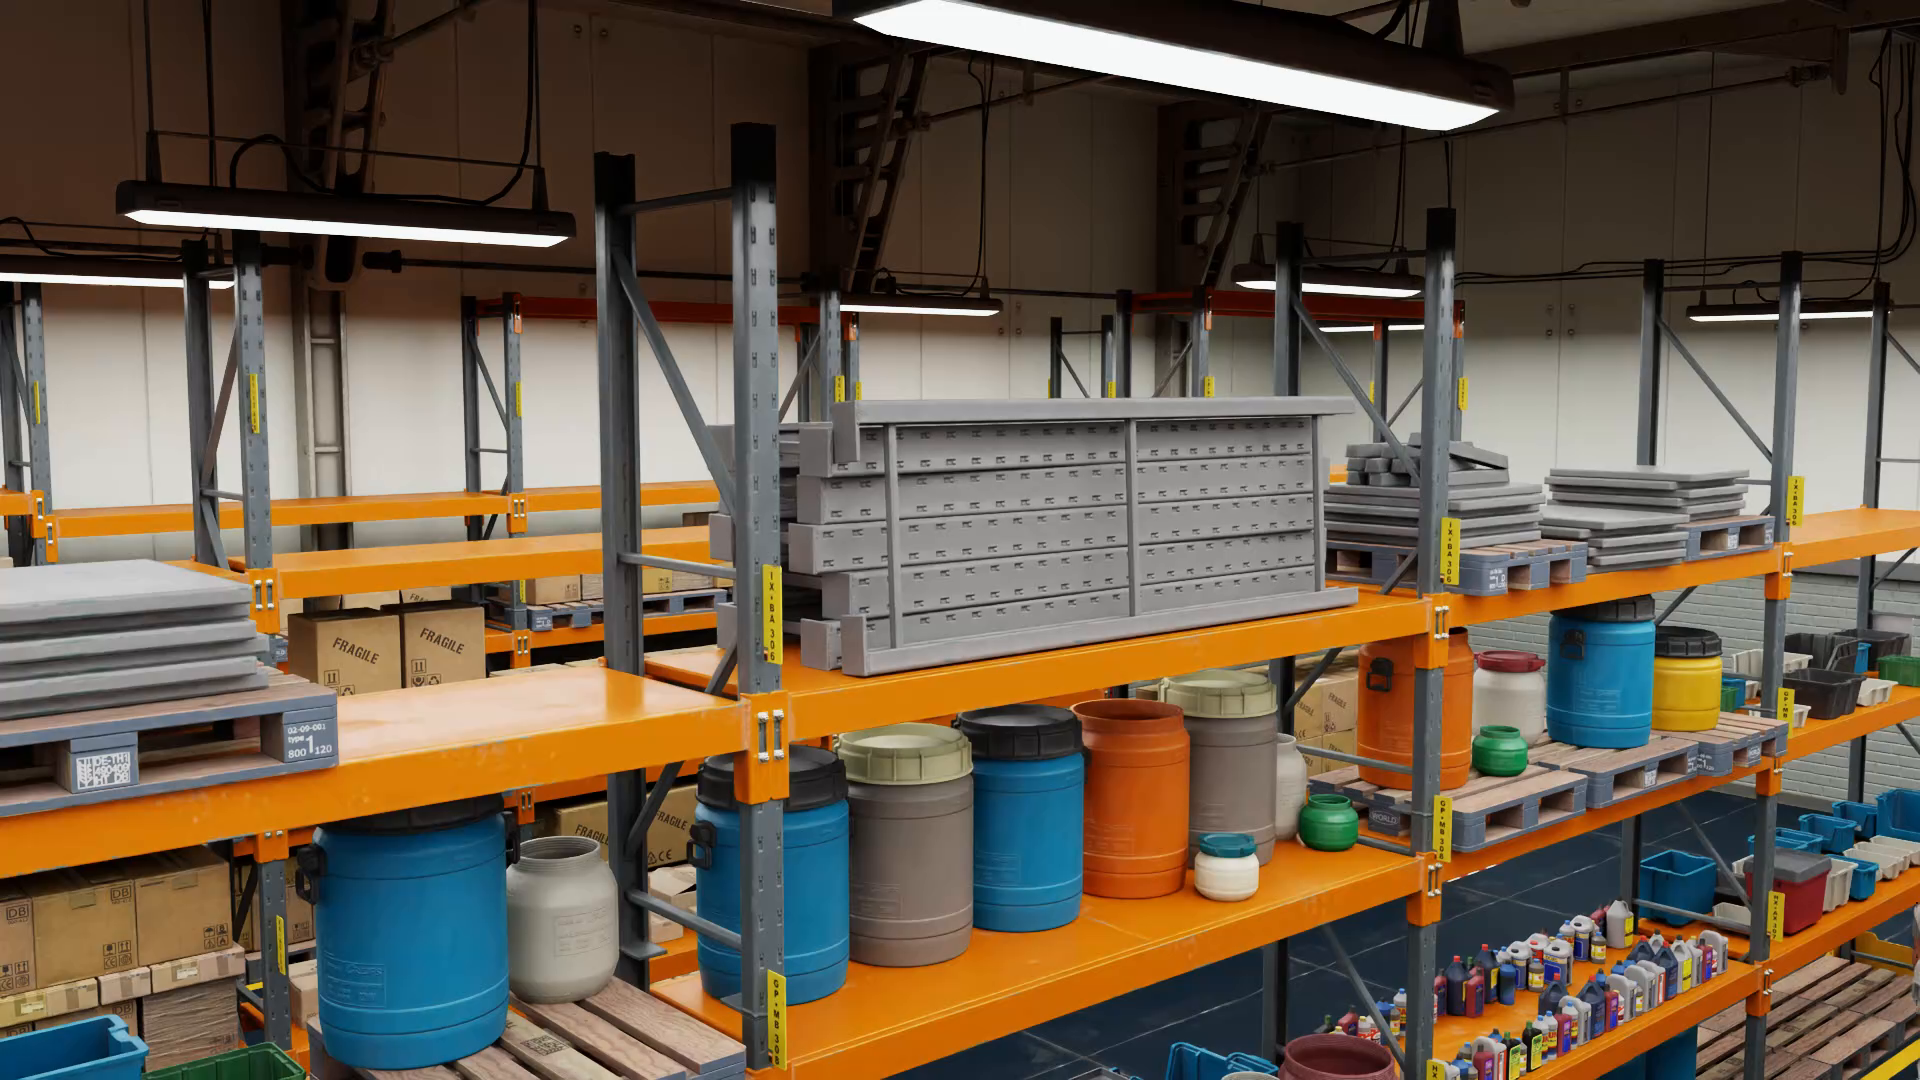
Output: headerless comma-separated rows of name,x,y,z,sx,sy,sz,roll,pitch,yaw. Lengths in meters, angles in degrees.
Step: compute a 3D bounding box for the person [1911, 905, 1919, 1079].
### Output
person,6.863,3.174,11.665,0.487,1.789,0.578,-1,5,-7
